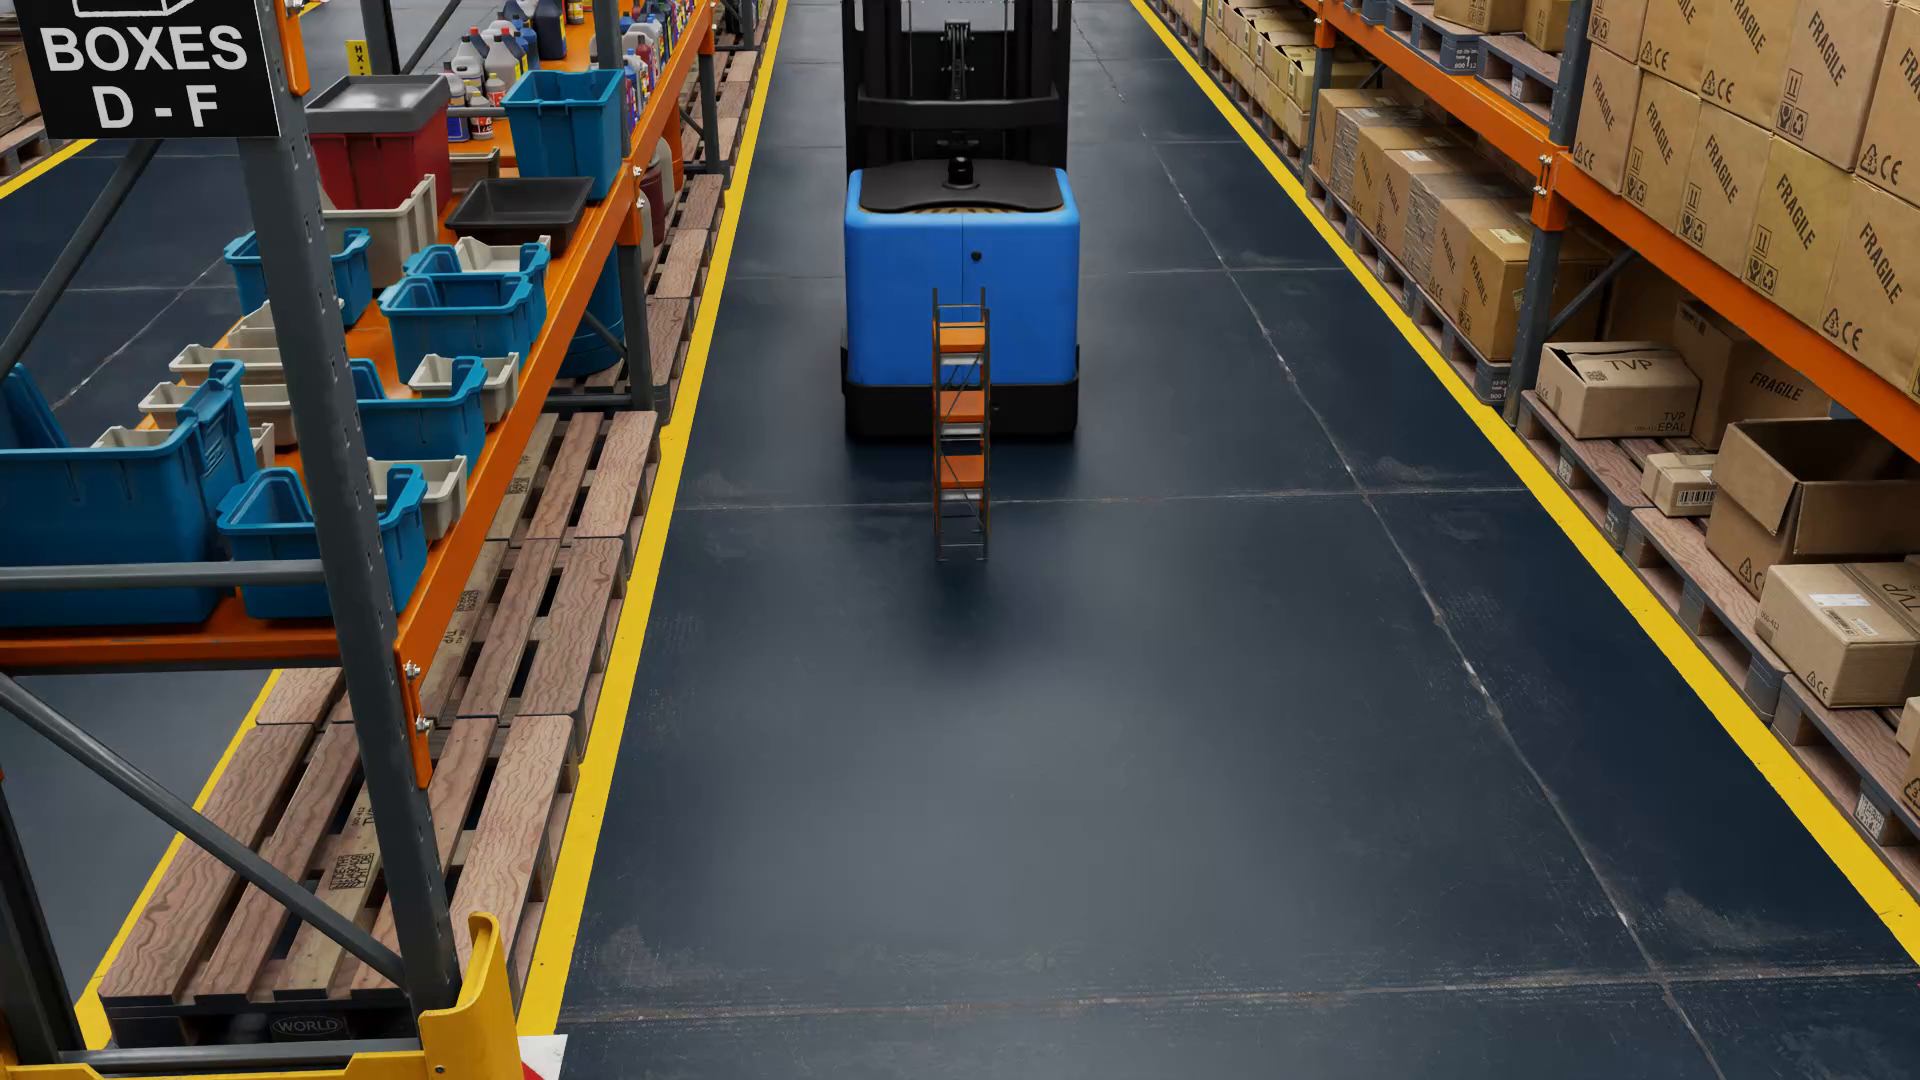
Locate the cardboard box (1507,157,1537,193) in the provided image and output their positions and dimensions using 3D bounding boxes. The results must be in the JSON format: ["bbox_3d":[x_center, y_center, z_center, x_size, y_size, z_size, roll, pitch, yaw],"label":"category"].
[{"bbox_3d":[3.225,-1.995,8.748,0.500,0.250,0.500,-1,28,-3],"label":"cardboard box"}]

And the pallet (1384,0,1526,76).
[{"bbox_3d":[2.956,-2.749,8.984,1.003,0.211,1.213,-1,28,-3],"label":"pallet"}]

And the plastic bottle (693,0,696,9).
[{"bbox_3d":[-1.650,-3.386,10.124,0.061,0.283,0.133,-1,28,-3],"label":"plastic bottle"}]

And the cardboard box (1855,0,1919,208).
[{"bbox_3d":[2.911,-1.197,4.611,0.500,0.500,0.500,-1,28,-1],"label":"cardboard box"}]

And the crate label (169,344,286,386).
[{"bbox_3d":[-1.942,-0.464,4.616,0.396,0.136,0.243,-1,28,-3],"label":"crate label"}]

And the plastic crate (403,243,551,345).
[{"bbox_3d":[-1.448,-0.740,5.042,0.416,0.233,0.300,-1,28,-3],"label":"plastic crate"}]

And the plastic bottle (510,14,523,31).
[{"bbox_3d":[-2.275,-2.571,8.574,0.097,0.271,0.097,0,28,0],"label":"plastic bottle"}]

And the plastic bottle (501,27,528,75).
[{"bbox_3d":[-2.128,-2.250,7.874,0.144,0.351,0.185,-1,28,-3],"label":"plastic bottle"}]

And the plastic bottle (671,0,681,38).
[{"bbox_3d":[-1.619,-2.919,9.319,0.097,0.201,0.097,0,28,0],"label":"plastic bottle"}]

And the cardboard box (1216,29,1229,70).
[{"bbox_3d":[2.440,-4.118,13.921,0.500,0.250,0.500,-1,28,-1],"label":"cardboard box"}]

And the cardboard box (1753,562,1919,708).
[{"bbox_3d":[2.974,0.302,5.425,0.500,0.250,0.500,-1,28,-3],"label":"cardboard box"}]

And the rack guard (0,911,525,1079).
[{"bbox_3d":[-1.665,1.200,3.909,1.175,0.500,0.348,-1,28,-3],"label":"rack guard"}]

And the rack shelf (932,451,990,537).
[{"bbox_3d":[0.003,-0.185,6.593,0.215,0.259,0.240,-1,28,-3],"label":"rack shelf"}]

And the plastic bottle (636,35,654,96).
[{"bbox_3d":[-1.527,-2.305,8.052,0.061,0.283,0.133,-1,28,-3],"label":"plastic bottle"}]

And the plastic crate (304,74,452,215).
[{"bbox_3d":[-2.092,-1.403,6.063,0.402,0.464,0.583,-1,28,-3],"label":"plastic crate"}]

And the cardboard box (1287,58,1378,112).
[{"bbox_3d":[2.577,-3.184,11.523,0.500,0.311,0.500,-1,28,-1],"label":"cardboard box"}]

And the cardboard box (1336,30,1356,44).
[{"bbox_3d":[3.056,-3.674,12.464,0.500,0.311,0.500,-2,28,-4],"label":"cardboard box"}]

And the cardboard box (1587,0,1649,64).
[{"bbox_3d":[2.803,-2.148,6.435,0.500,0.500,0.500,-1,28,-1],"label":"cardboard box"}]

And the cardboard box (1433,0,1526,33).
[{"bbox_3d":[2.905,-2.930,8.561,0.700,0.500,0.500,-8,29,-16],"label":"cardboard box"}]

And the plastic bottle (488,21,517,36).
[{"bbox_3d":[-2.296,-2.457,8.351,0.152,0.276,0.135,-1,28,-3],"label":"plastic bottle"}]

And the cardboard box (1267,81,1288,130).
[{"bbox_3d":[2.549,-3.174,12.111,0.500,0.250,0.500,-2,28,-3],"label":"cardboard box"}]

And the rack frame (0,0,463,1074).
[{"bbox_3d":[-1.682,0.081,3.352,0.949,2.616,0.053,-1,28,-3],"label":"rack frame"}]

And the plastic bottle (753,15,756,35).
[{"bbox_3d":[-1.895,-4.667,15.005,0.097,0.201,0.097,0,28,0],"label":"plastic bottle"}]

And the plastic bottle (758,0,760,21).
[{"bbox_3d":[-1.910,-4.999,15.553,0.061,0.283,0.133,0,28,0],"label":"plastic bottle"}]

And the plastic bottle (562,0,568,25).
[{"bbox_3d":[-2.373,-3.138,9.656,0.152,0.276,0.135,-1,28,-3],"label":"plastic bottle"}]

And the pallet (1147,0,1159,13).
[{"bbox_3d":[2.514,-5.838,17.715,1.003,0.211,1.213,-1,28,-3],"label":"pallet"}]

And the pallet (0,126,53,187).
[{"bbox_3d":[-7.082,-2.619,11.543,1.003,0.211,1.213,-1,28,-3],"label":"pallet"}]

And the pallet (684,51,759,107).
[{"bbox_3d":[-2.226,-3.863,13.929,1.003,0.211,1.213,-1,28,-3],"label":"pallet"}]

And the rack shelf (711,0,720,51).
[{"bbox_3d":[-2.201,-4.219,12.373,1.077,0.370,4.000,-1,28,-3],"label":"rack shelf"}]

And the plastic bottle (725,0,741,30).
[{"bbox_3d":[-2.077,-4.861,15.215,0.144,0.351,0.185,-1,28,-3],"label":"plastic bottle"}]

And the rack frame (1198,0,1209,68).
[{"bbox_3d":[2.641,-5.579,14.203,1.000,3.000,0.127,-1,28,-3],"label":"rack frame"}]

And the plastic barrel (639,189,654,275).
[{"bbox_3d":[-1.876,-1.691,8.986,0.421,0.512,0.421,0,28,0],"label":"plastic barrel"}]

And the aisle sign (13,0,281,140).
[{"bbox_3d":[-1.379,-1.046,2.701,0.394,0.787,0.004,-1,28,-3],"label":"aisle sign"}]

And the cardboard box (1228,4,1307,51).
[{"bbox_3d":[2.463,-4.128,13.333,0.500,0.311,0.500,-2,28,-4],"label":"cardboard box"}]

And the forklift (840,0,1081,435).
[{"bbox_3d":[-0.024,-2.412,8.205,1.130,2.935,3.031,-1,28,-1],"label":"forklift"}]

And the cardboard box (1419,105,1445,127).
[{"bbox_3d":[3.133,-2.392,10.321,0.500,0.500,0.500,0,28,-1],"label":"cardboard box"}]

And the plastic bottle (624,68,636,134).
[{"bbox_3d":[-1.488,-1.956,7.383,0.061,0.283,0.133,-1,28,-3],"label":"plastic bottle"}]

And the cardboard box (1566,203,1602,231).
[{"bbox_3d":[3.238,-1.447,8.507,0.500,0.500,0.500,-1,28,-2],"label":"cardboard box"}]

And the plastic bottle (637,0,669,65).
[{"bbox_3d":[-1.607,-2.666,8.672,0.144,0.351,0.185,-1,28,-3],"label":"plastic bottle"}]

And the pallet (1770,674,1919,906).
[{"bbox_3d":[3.221,0.796,4.996,1.003,0.211,1.213,-1,28,-3],"label":"pallet"}]

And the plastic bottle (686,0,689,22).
[{"bbox_3d":[-1.645,-3.144,9.750,0.097,0.201,0.097,0,28,0],"label":"plastic bottle"}]

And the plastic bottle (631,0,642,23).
[{"bbox_3d":[-1.724,-2.769,8.942,0.061,0.283,0.133,-1,28,-3],"label":"plastic bottle"}]

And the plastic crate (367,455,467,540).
[{"bbox_3d":[-1.297,-0.101,3.921,0.250,0.136,0.298,-1,28,-3],"label":"plastic crate"}]

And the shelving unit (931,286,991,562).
[{"bbox_3d":[0.003,-0.441,6.460,0.215,1.050,0.252,-1,28,-3],"label":"shelving unit"}]

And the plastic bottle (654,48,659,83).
[{"bbox_3d":[-1.559,-2.383,8.291,0.097,0.201,0.097,0,28,0],"label":"plastic bottle"}]

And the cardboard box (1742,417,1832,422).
[{"bbox_3d":[3.451,-0.388,6.857,0.380,0.149,0.250,-1,28,-3],"label":"cardboard box"}]

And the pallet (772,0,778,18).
[{"bbox_3d":[-2.426,-5.663,17.379,1.003,0.211,1.213,-1,28,-3],"label":"pallet"}]

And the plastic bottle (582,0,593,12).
[{"bbox_3d":[-2.245,-3.355,10.073,0.152,0.276,0.135,-1,28,-3],"label":"plastic bottle"}]

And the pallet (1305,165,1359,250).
[{"bbox_3d":[2.851,-2.150,10.644,1.003,0.211,1.213,-1,28,-3],"label":"pallet"}]

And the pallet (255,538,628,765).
[{"bbox_3d":[-1.744,0.373,5.806,1.003,0.211,1.213,-1,28,-3],"label":"pallet"}]

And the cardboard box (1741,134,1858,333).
[{"bbox_3d":[2.895,-0.985,5.286,0.500,0.500,0.500,-2,28,-3],"label":"cardboard box"}]

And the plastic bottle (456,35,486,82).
[{"bbox_3d":[-2.263,-2.161,7.704,0.144,0.351,0.185,-1,28,-3],"label":"plastic bottle"}]

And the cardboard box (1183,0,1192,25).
[{"bbox_3d":[2.382,-4.986,15.586,0.500,0.250,0.500,-1,28,-3],"label":"cardboard box"}]

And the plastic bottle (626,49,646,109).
[{"bbox_3d":[-1.529,-2.156,7.779,0.097,0.271,0.097,0,28,0],"label":"plastic bottle"}]

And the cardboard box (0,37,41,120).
[{"bbox_3d":[-7.176,-3.408,12.267,0.700,0.500,0.500,1,28,2],"label":"cardboard box"}]

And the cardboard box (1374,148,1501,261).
[{"bbox_3d":[2.675,-1.887,9.352,0.500,0.500,0.500,-2,28,-4],"label":"cardboard box"}]
